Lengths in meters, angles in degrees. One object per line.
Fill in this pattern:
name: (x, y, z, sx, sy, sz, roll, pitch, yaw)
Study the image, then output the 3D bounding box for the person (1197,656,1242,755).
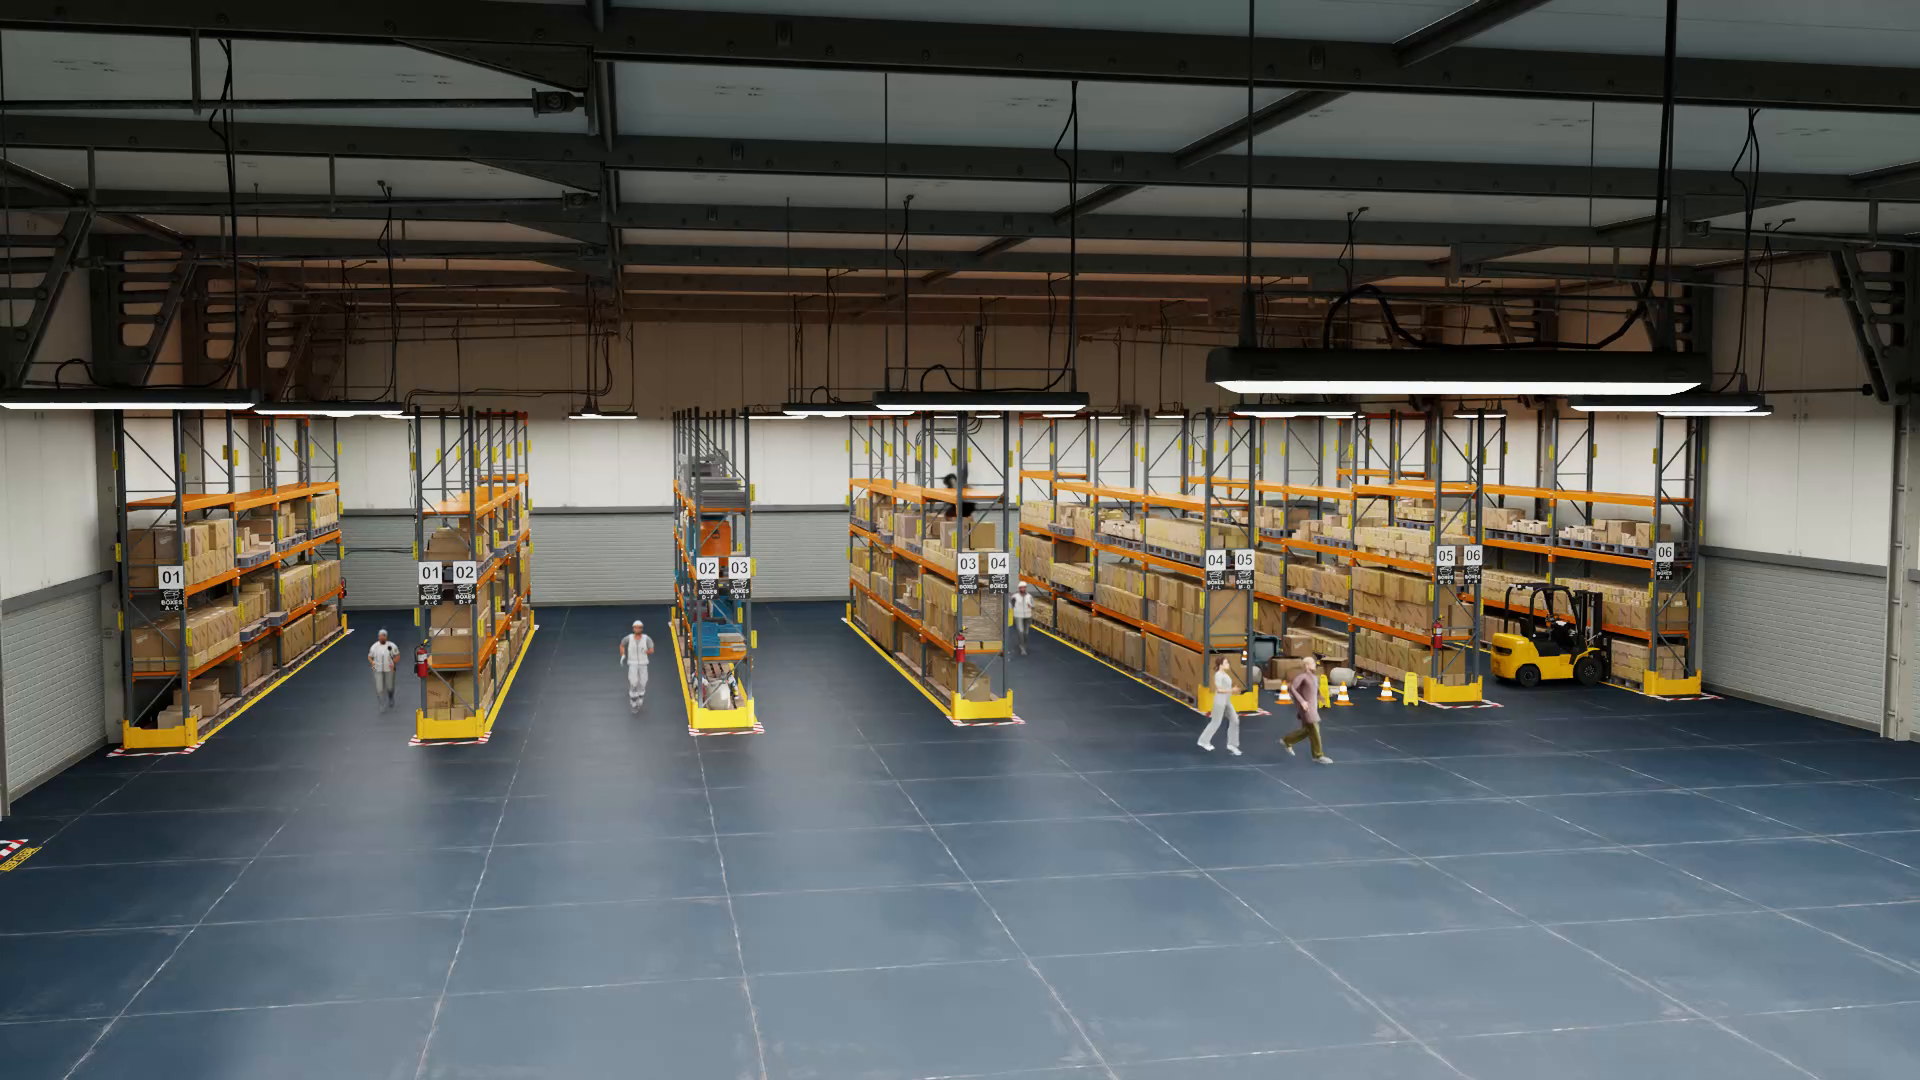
person: (4.472, 2.853, 28.635, 0.784, 1.726, 0.551, 2, 5, 28)

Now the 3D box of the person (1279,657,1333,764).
person: (5.823, 2.842, 27.968, 1.000, 1.774, 0.714, 3, 5, 33)

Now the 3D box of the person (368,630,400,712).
person: (-11.370, 2.582, 32.804, 0.603, 1.617, 0.551, -1, 4, -16)

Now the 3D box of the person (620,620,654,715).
person: (-6.340, 2.502, 32.722, 0.636, 1.846, 0.774, -1, 4, -18)

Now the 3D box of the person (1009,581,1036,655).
person: (1.546, 1.900, 40.981, 0.655, 1.761, 0.966, -1, 4, -13)
